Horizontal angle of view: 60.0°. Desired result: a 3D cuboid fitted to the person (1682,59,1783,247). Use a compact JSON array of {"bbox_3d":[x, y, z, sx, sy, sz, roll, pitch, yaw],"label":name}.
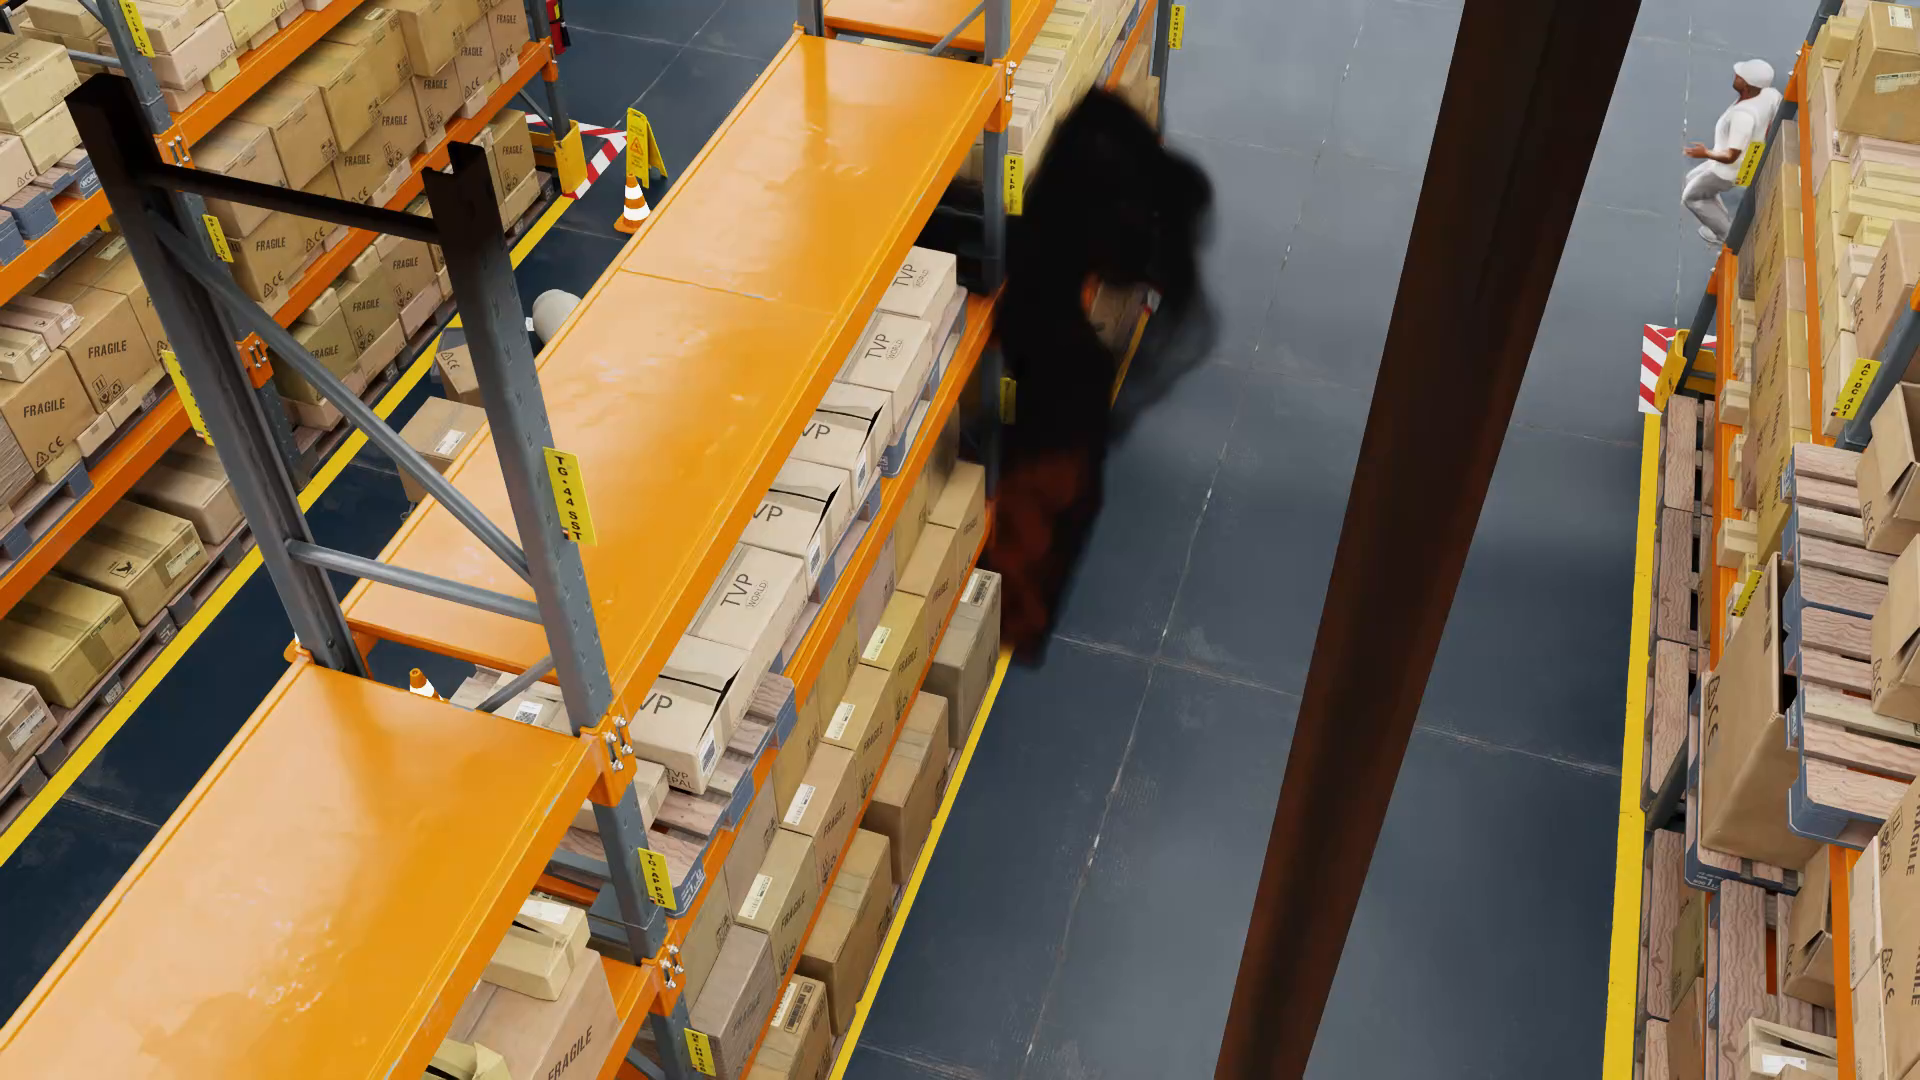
[{"bbox_3d":[5.817,-2.880,12.613,0.591,1.677,0.718,29,52,26],"label":"person"}]
